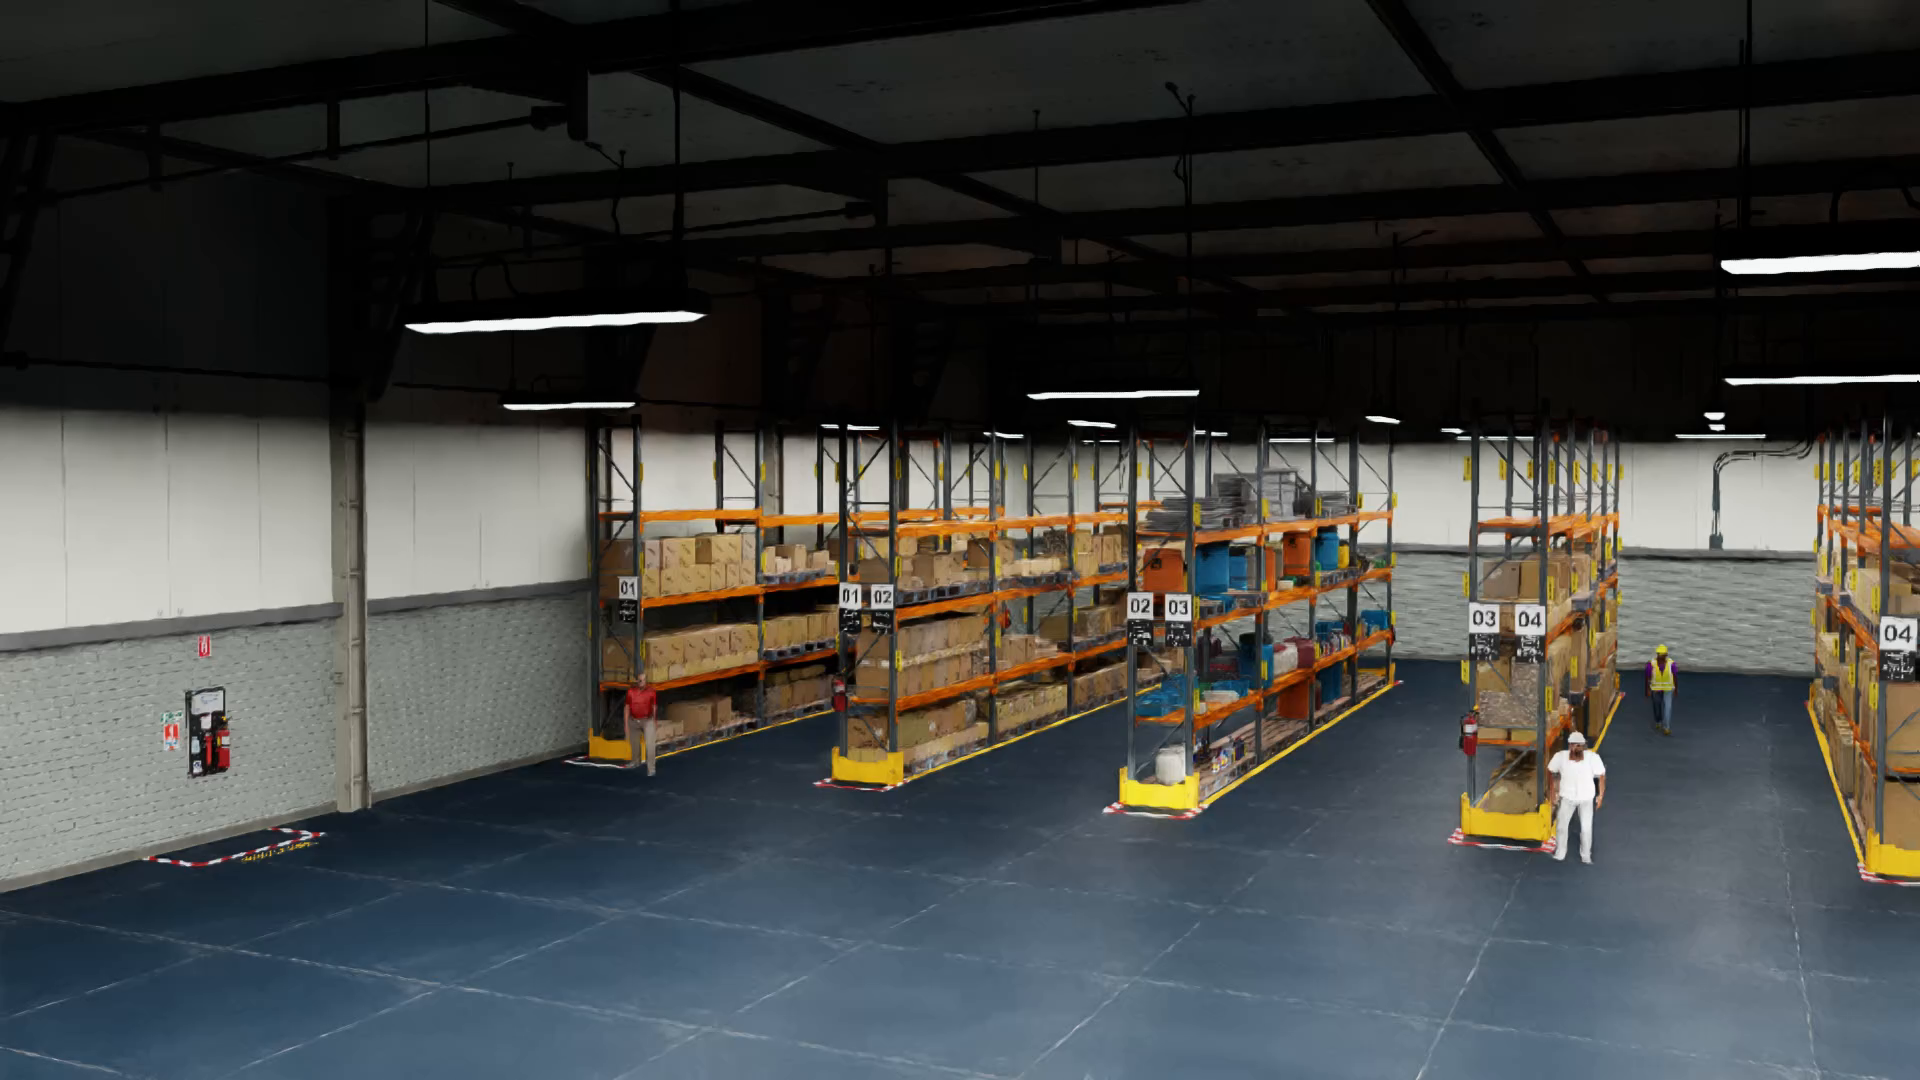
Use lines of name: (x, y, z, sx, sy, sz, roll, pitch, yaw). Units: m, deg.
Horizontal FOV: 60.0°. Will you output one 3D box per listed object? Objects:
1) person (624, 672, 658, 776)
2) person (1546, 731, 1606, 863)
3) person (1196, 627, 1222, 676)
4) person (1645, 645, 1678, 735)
person: (-5.280, 3.021, 27.472, 0.616, 1.689, 0.949, 0, 2, -2)
person: (7.850, 3.278, 21.207, 0.719, 1.714, 0.578, 1, 3, 24)
person: (5.339, 2.670, 35.635, 0.600, 1.725, 1.111, 1, 3, 24)
person: (13.395, 2.838, 31.785, 0.577, 1.691, 1.121, 1, 3, 27)
